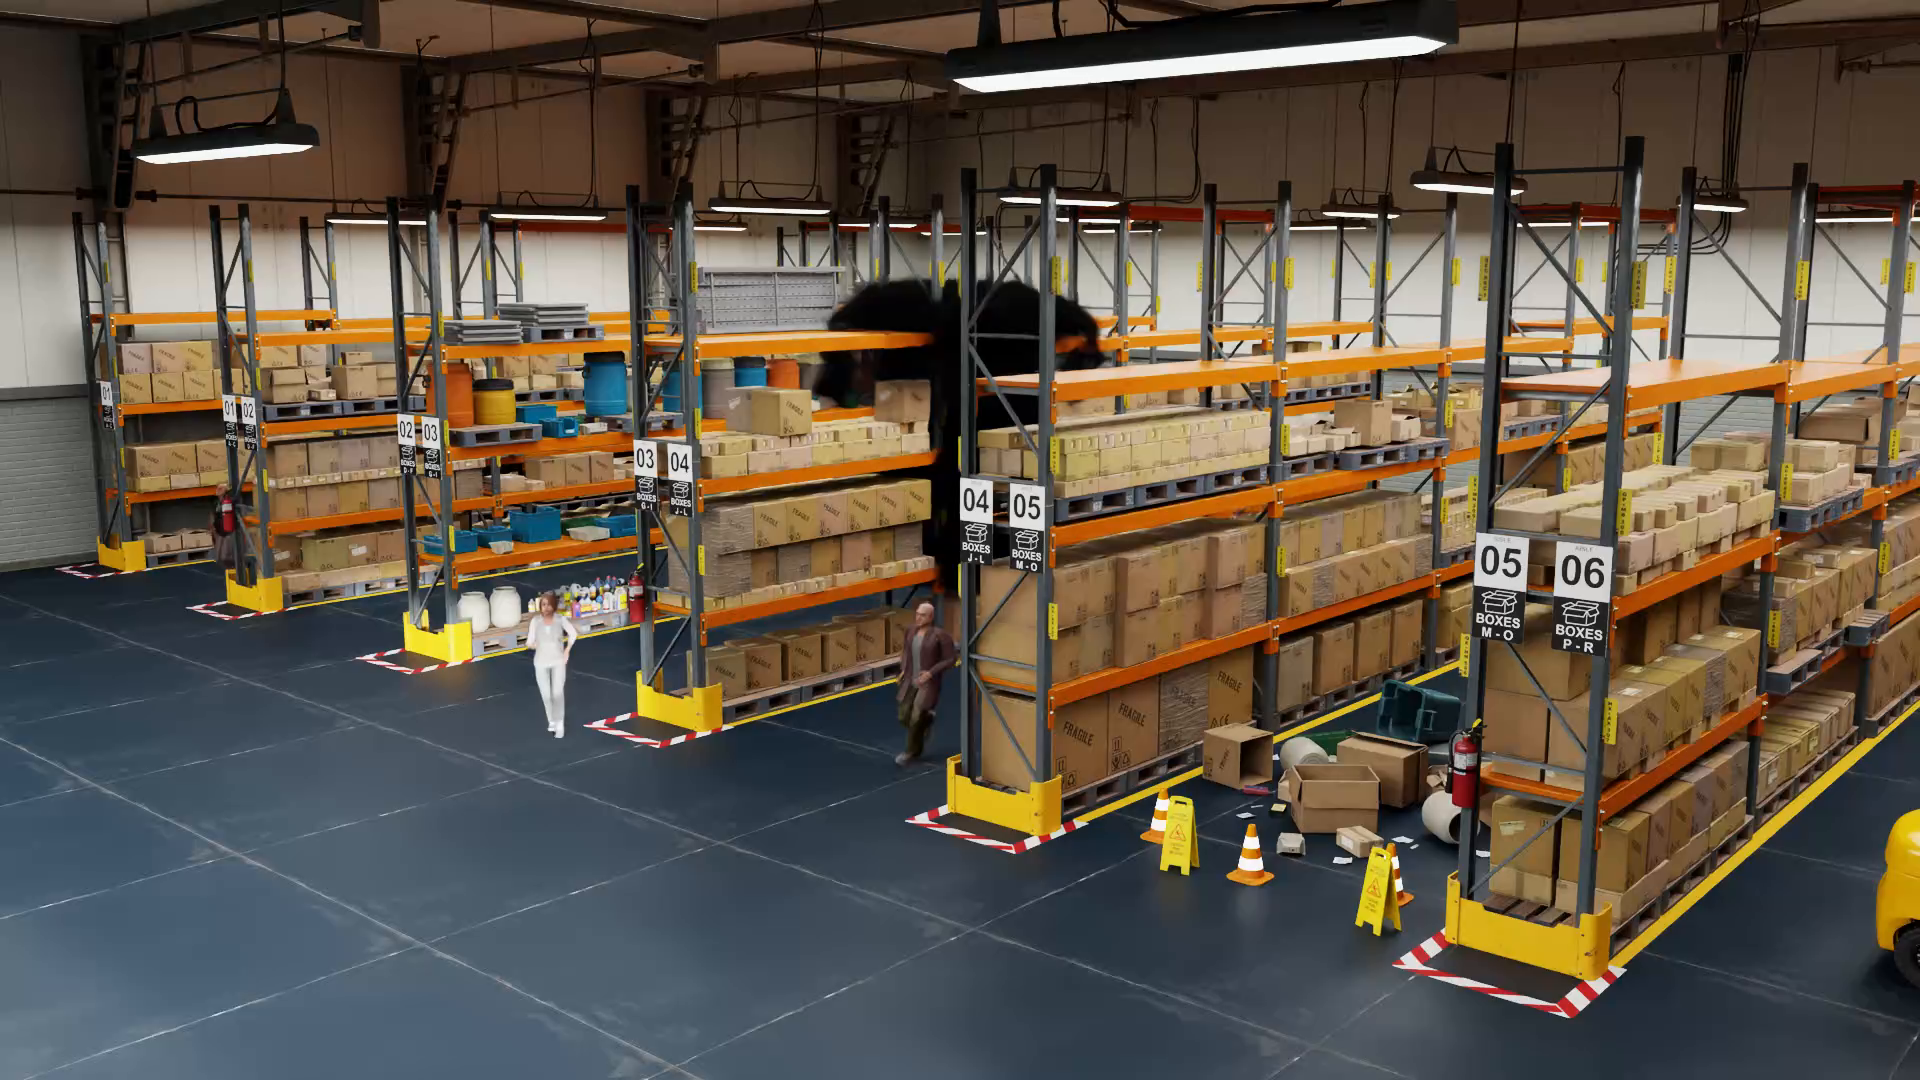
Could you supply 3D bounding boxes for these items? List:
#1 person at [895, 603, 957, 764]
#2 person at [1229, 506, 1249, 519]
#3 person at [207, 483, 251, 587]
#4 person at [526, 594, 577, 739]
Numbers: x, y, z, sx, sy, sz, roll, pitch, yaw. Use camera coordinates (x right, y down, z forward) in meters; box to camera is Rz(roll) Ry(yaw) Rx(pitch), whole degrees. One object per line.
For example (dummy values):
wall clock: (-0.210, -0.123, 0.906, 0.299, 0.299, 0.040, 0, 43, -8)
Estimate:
person: (-0.332, 1.479, 17.315, 0.700, 1.720, 0.649, 6, 11, 31)
person: (4.176, 0.219, 24.696, 0.655, 1.772, 0.845, 8, 13, 41)
person: (-11.804, -0.091, 26.836, 0.662, 1.680, 0.602, 5, 11, 26)
person: (-4.468, 1.388, 18.165, 0.515, 1.595, 0.620, -1, 10, -5)
